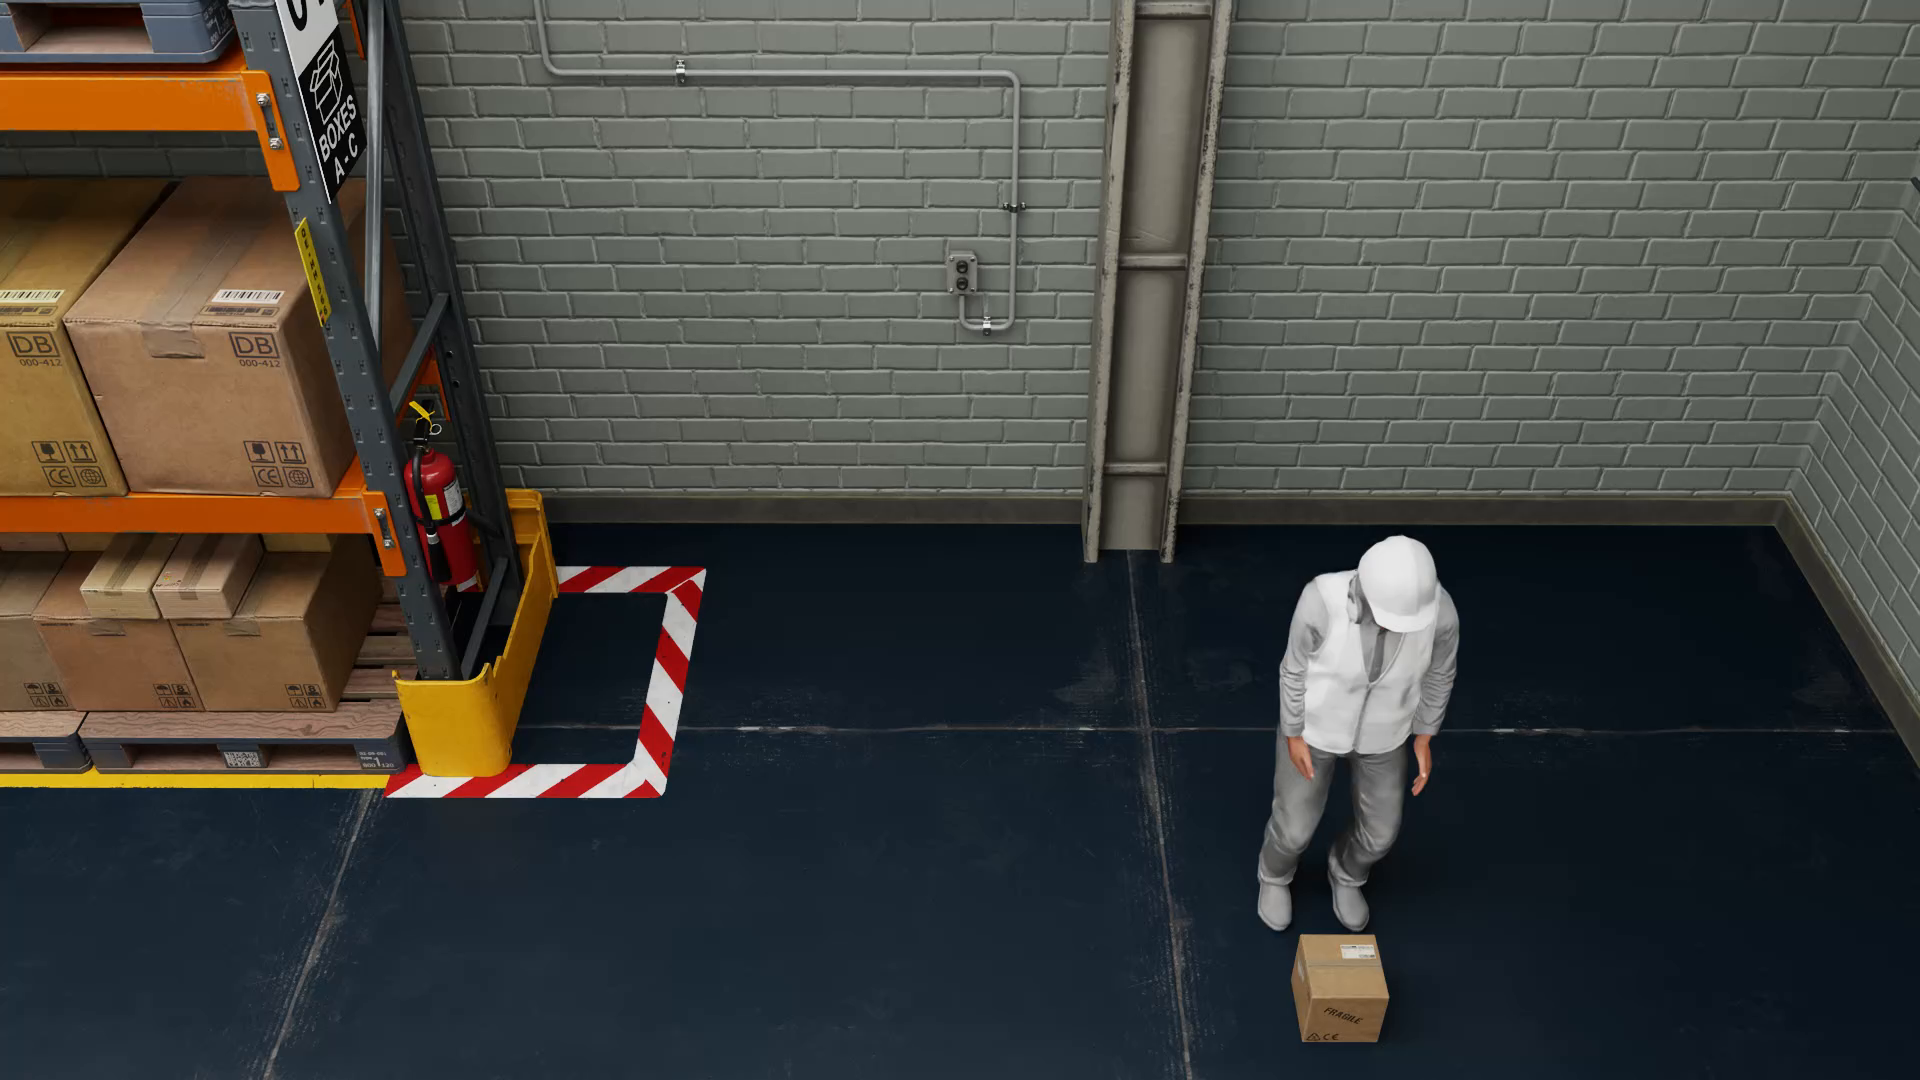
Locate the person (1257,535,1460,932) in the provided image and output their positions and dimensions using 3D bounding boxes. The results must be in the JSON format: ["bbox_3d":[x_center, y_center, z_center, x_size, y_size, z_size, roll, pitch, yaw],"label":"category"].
[{"bbox_3d":[1.290,0.623,5.417,0.556,1.729,0.457,1,39,1],"label":"person"}]
